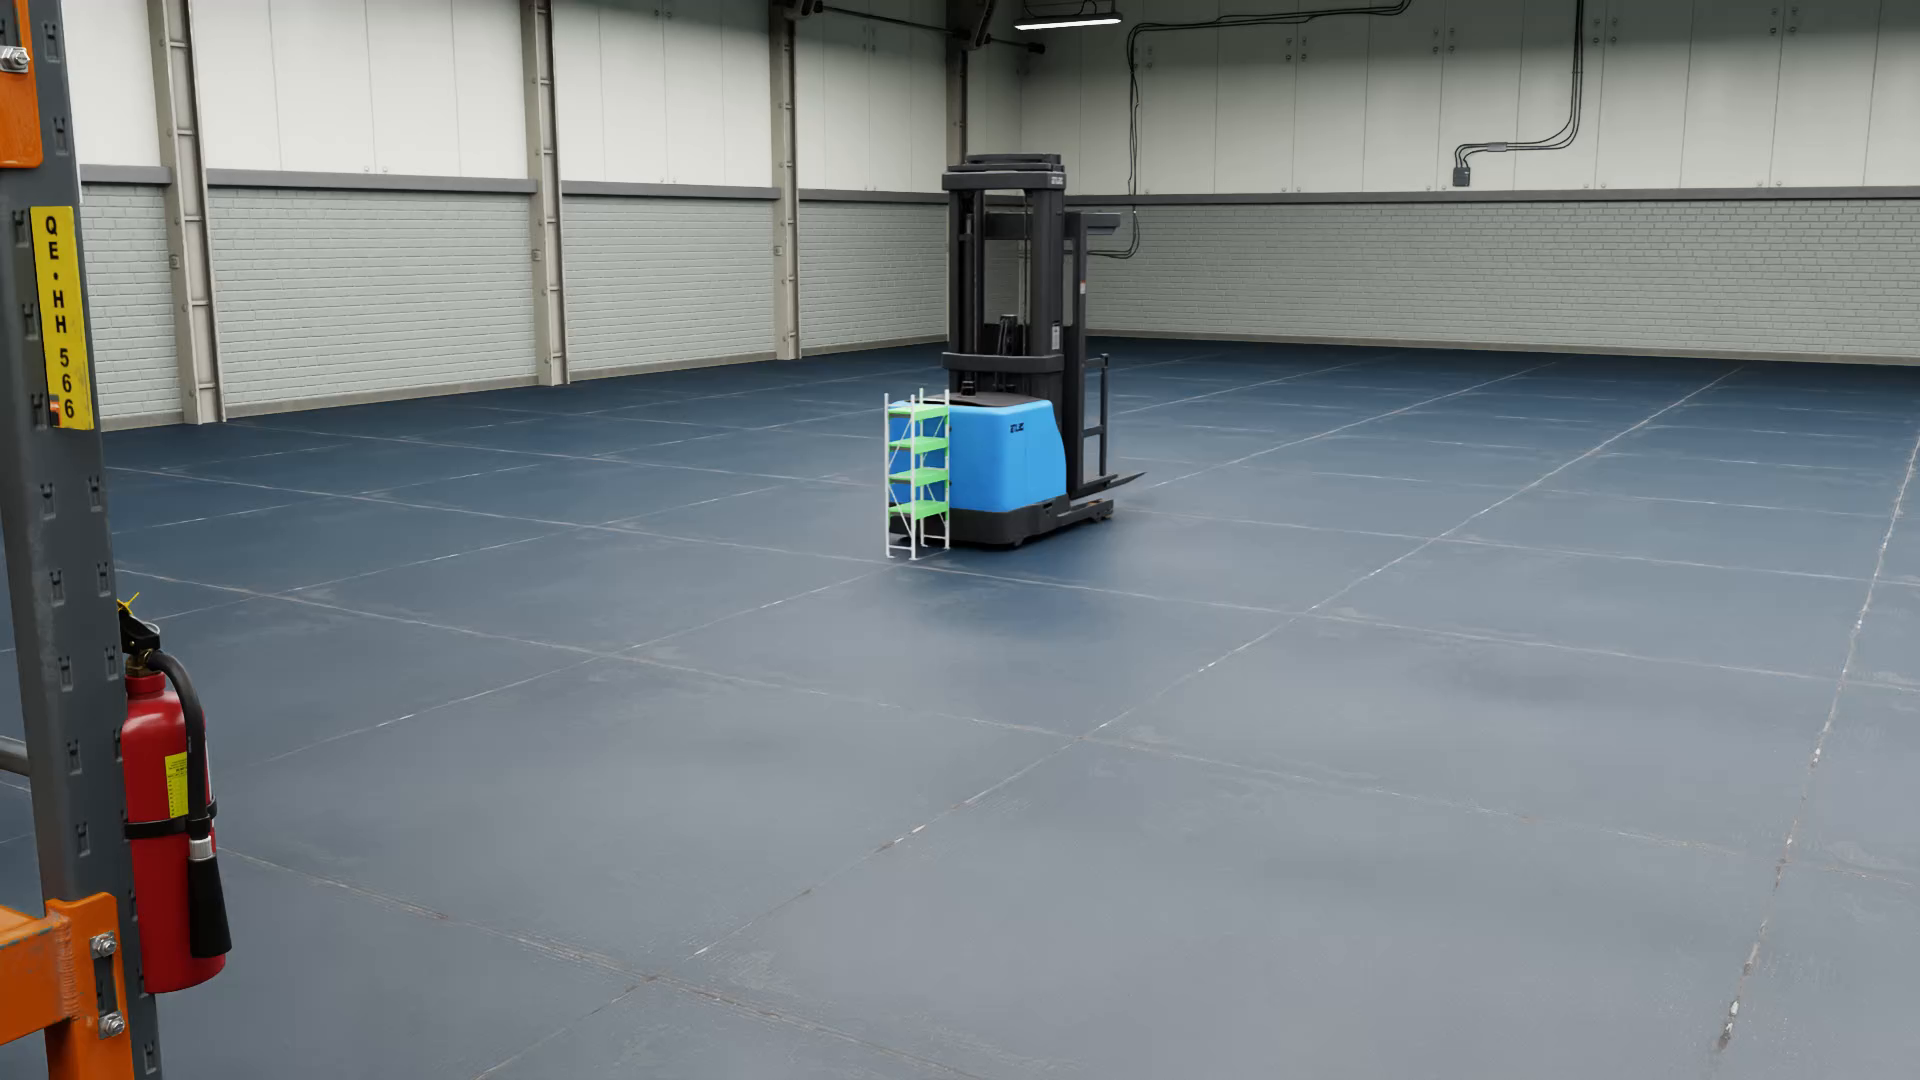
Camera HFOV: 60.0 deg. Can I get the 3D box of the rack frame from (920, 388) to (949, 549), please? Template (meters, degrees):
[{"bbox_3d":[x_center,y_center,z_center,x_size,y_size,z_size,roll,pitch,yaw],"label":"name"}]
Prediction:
[{"bbox_3d":[-0.191,-0.530,12.441,0.240,1.200,0.015,6,12,29],"label":"rack frame"}]

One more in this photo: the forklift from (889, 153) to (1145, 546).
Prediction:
[{"bbox_3d":[0.620,-1.620,13.558,1.130,2.935,3.031,6,12,29],"label":"forklift"}]

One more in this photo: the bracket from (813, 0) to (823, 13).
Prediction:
[{"bbox_3d":[-2.658,-9.580,29.803,0.235,0.232,0.430,6,12,31],"label":"bracket"}]

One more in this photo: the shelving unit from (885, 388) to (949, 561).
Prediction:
[{"bbox_3d":[-0.312,-0.491,12.233,0.258,1.200,0.503,6,12,29],"label":"shelving unit"}]

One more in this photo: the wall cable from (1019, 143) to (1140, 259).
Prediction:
[{"bbox_3d":[2.597,-7.533,37.093,3.097,2.526,0.112,6,12,31],"label":"wall cable"}]

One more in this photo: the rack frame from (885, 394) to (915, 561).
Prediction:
[{"bbox_3d":[-0.434,-0.453,12.025,0.240,1.200,0.015,6,12,29],"label":"rack frame"}]

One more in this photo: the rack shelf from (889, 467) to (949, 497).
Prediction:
[{"bbox_3d":[-0.312,-0.429,12.245,0.258,0.148,0.480,6,12,29],"label":"rack shelf"}]

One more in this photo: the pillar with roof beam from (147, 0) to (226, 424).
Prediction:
[{"bbox_3d":[-5.728,-5.481,17.689,9.100,9.000,0.400,6,12,31],"label":"pillar with roof beam"}]

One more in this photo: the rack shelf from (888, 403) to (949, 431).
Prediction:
[{"bbox_3d":[-0.312,-0.900,12.157,0.258,0.148,0.480,6,12,29],"label":"rack shelf"}]

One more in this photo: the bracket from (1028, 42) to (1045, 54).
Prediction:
[{"bbox_3d":[1.687,-10.896,36.834,0.235,0.232,0.430,6,12,31],"label":"bracket"}]

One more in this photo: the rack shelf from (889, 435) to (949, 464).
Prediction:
[{"bbox_3d":[-0.312,-0.665,12.201,0.258,0.148,0.480,6,12,29],"label":"rack shelf"}]

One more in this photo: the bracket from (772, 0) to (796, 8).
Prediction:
[{"bbox_3d":[-3.089,-9.449,29.106,0.235,0.232,0.430,6,12,31],"label":"bracket"}]

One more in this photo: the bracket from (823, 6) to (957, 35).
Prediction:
[{"bbox_3d":[-1.312,-9.988,31.982,0.076,0.066,4.783,6,12,31],"label":"bracket"}]

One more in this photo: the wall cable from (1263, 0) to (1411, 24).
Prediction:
[{"bbox_3d":[7.555,-11.697,33.250,3.097,2.526,0.112,6,12,31],"label":"wall cable"}]

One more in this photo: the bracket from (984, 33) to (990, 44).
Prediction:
[{"bbox_3d":[0.457,-10.523,34.843,0.235,0.232,0.430,6,12,31],"label":"bracket"}]

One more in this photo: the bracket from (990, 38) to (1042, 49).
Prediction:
[{"bbox_3d":[1.380,-10.803,36.338,0.076,0.066,3.189,6,12,31],"label":"bracket"}]

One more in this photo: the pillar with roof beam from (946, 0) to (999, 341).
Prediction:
[{"bbox_3d":[3.617,-8.311,32.810,9.100,9.000,0.548,6,12,31],"label":"pillar with roof beam"}]

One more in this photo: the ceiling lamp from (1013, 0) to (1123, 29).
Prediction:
[{"bbox_3d":[1.991,-10.530,28.800,2.000,3.185,0.800,6,12,31],"label":"ceiling lamp"}]

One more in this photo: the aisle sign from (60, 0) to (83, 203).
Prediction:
[{"bbox_3d":[-1.503,-0.918,2.555,0.394,0.787,0.004,6,12,31],"label":"aisle sign"}]

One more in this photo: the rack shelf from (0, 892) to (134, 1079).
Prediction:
[{"bbox_3d":[-2.830,1.009,1.281,1.077,0.370,4.000,6,12,31],"label":"rack shelf"}]

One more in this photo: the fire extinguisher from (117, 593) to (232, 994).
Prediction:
[{"bbox_3d":[-1.338,0.405,2.763,0.296,0.674,0.183,6,12,31],"label":"fire extinguisher"}]

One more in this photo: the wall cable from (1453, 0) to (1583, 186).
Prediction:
[{"bbox_3d":[10.703,-9.822,31.636,2.305,6.003,0.169,6,12,31],"label":"wall cable"}]

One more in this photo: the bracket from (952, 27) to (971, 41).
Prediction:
[{"bbox_3d":[0.026,-10.393,34.146,0.235,0.232,0.430,6,12,31],"label":"bracket"}]

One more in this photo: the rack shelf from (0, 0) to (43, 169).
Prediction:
[{"bbox_3d":[-2.830,-0.465,1.005,1.077,0.370,4.000,6,12,31],"label":"rack shelf"}]

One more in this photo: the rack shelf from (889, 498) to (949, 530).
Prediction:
[{"bbox_3d":[-0.312,-0.193,12.289,0.258,0.148,0.480,6,12,29],"label":"rack shelf"}]

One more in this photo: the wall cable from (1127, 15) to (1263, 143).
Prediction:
[{"bbox_3d":[4.910,-9.757,35.247,3.097,2.526,0.112,6,12,31],"label":"wall cable"}]

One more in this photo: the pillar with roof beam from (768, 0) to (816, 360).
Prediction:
[{"bbox_3d":[0.502,-7.368,27.770,9.100,9.000,0.548,6,12,31],"label":"pillar with roof beam"}]
